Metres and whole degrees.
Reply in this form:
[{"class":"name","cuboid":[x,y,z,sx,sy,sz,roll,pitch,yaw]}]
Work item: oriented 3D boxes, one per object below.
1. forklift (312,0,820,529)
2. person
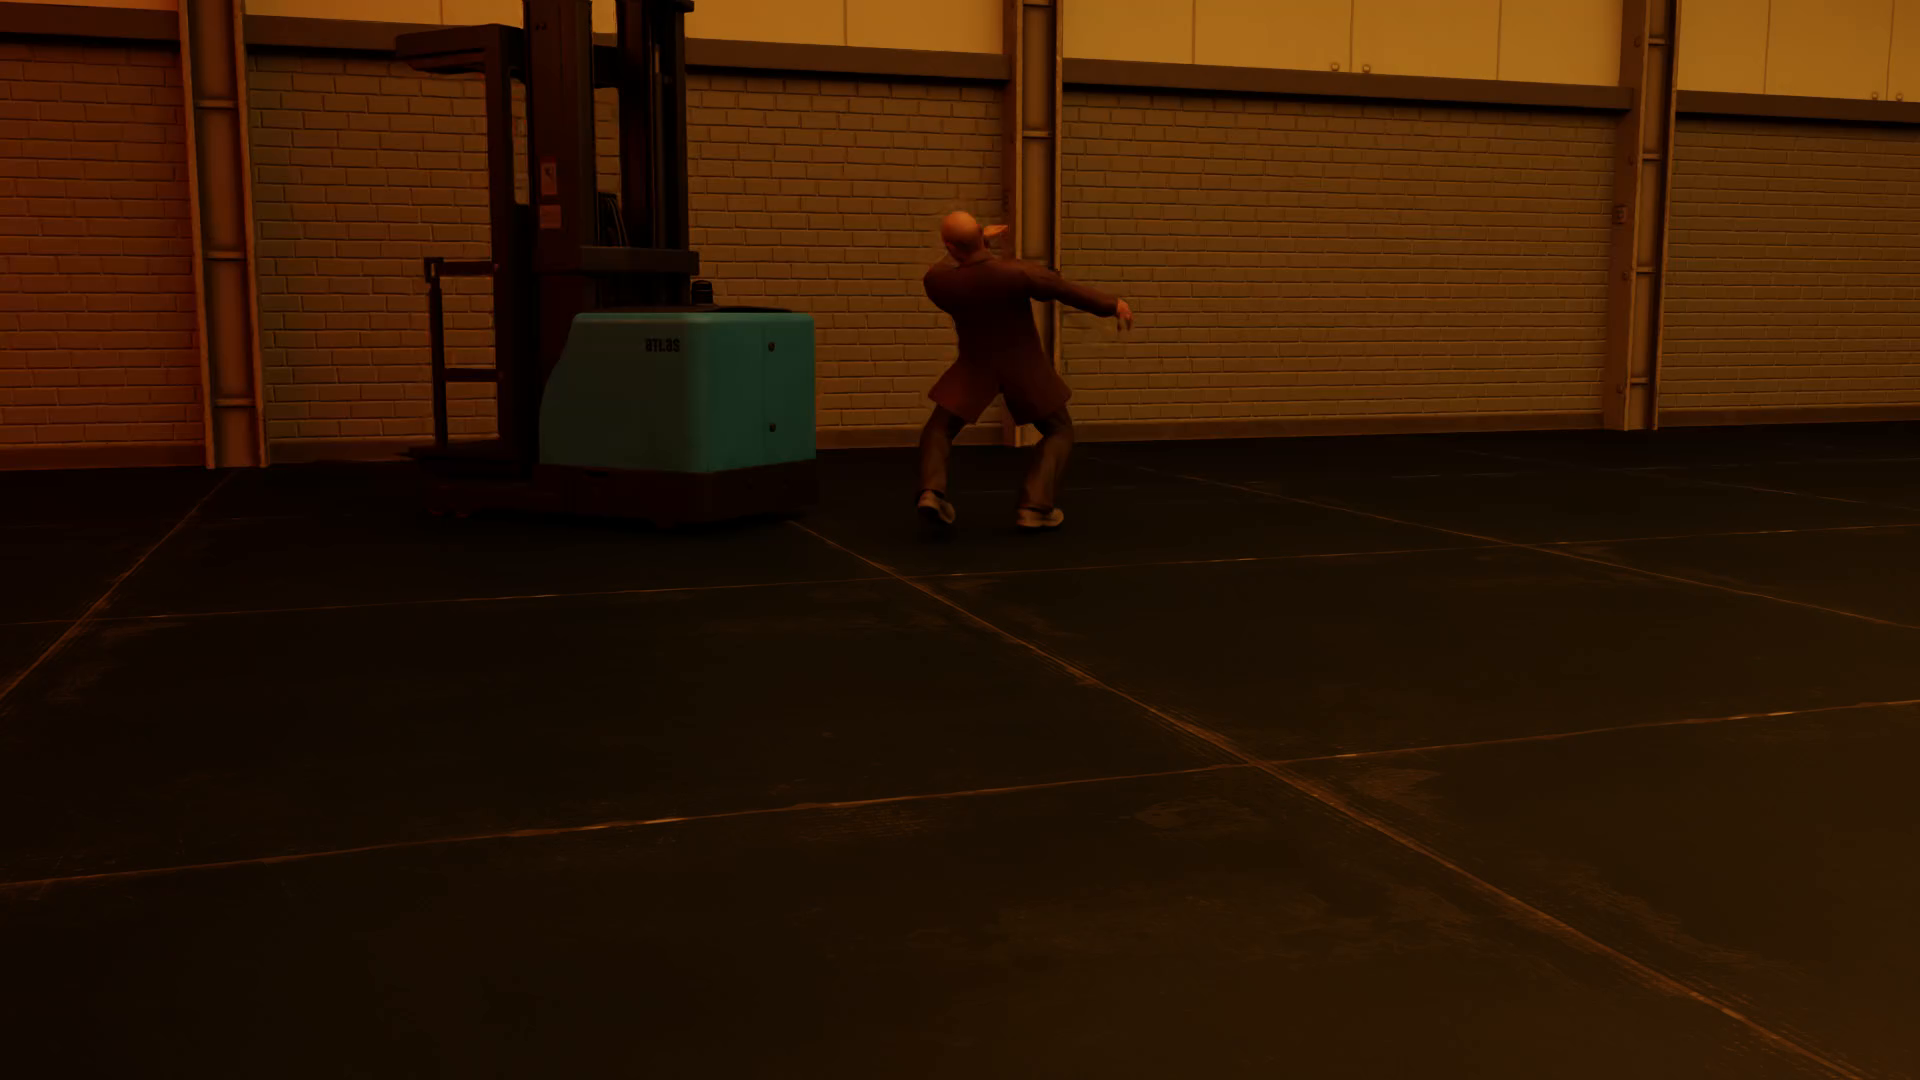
[{"class":"forklift","cuboid":[-2.278,-1.624,8.988,3.031,2.935,1.130,4,9,30]},{"class":"person","cuboid":[0.322,-0.817,8.160,1.065,1.537,0.835,0,8,2]}]
